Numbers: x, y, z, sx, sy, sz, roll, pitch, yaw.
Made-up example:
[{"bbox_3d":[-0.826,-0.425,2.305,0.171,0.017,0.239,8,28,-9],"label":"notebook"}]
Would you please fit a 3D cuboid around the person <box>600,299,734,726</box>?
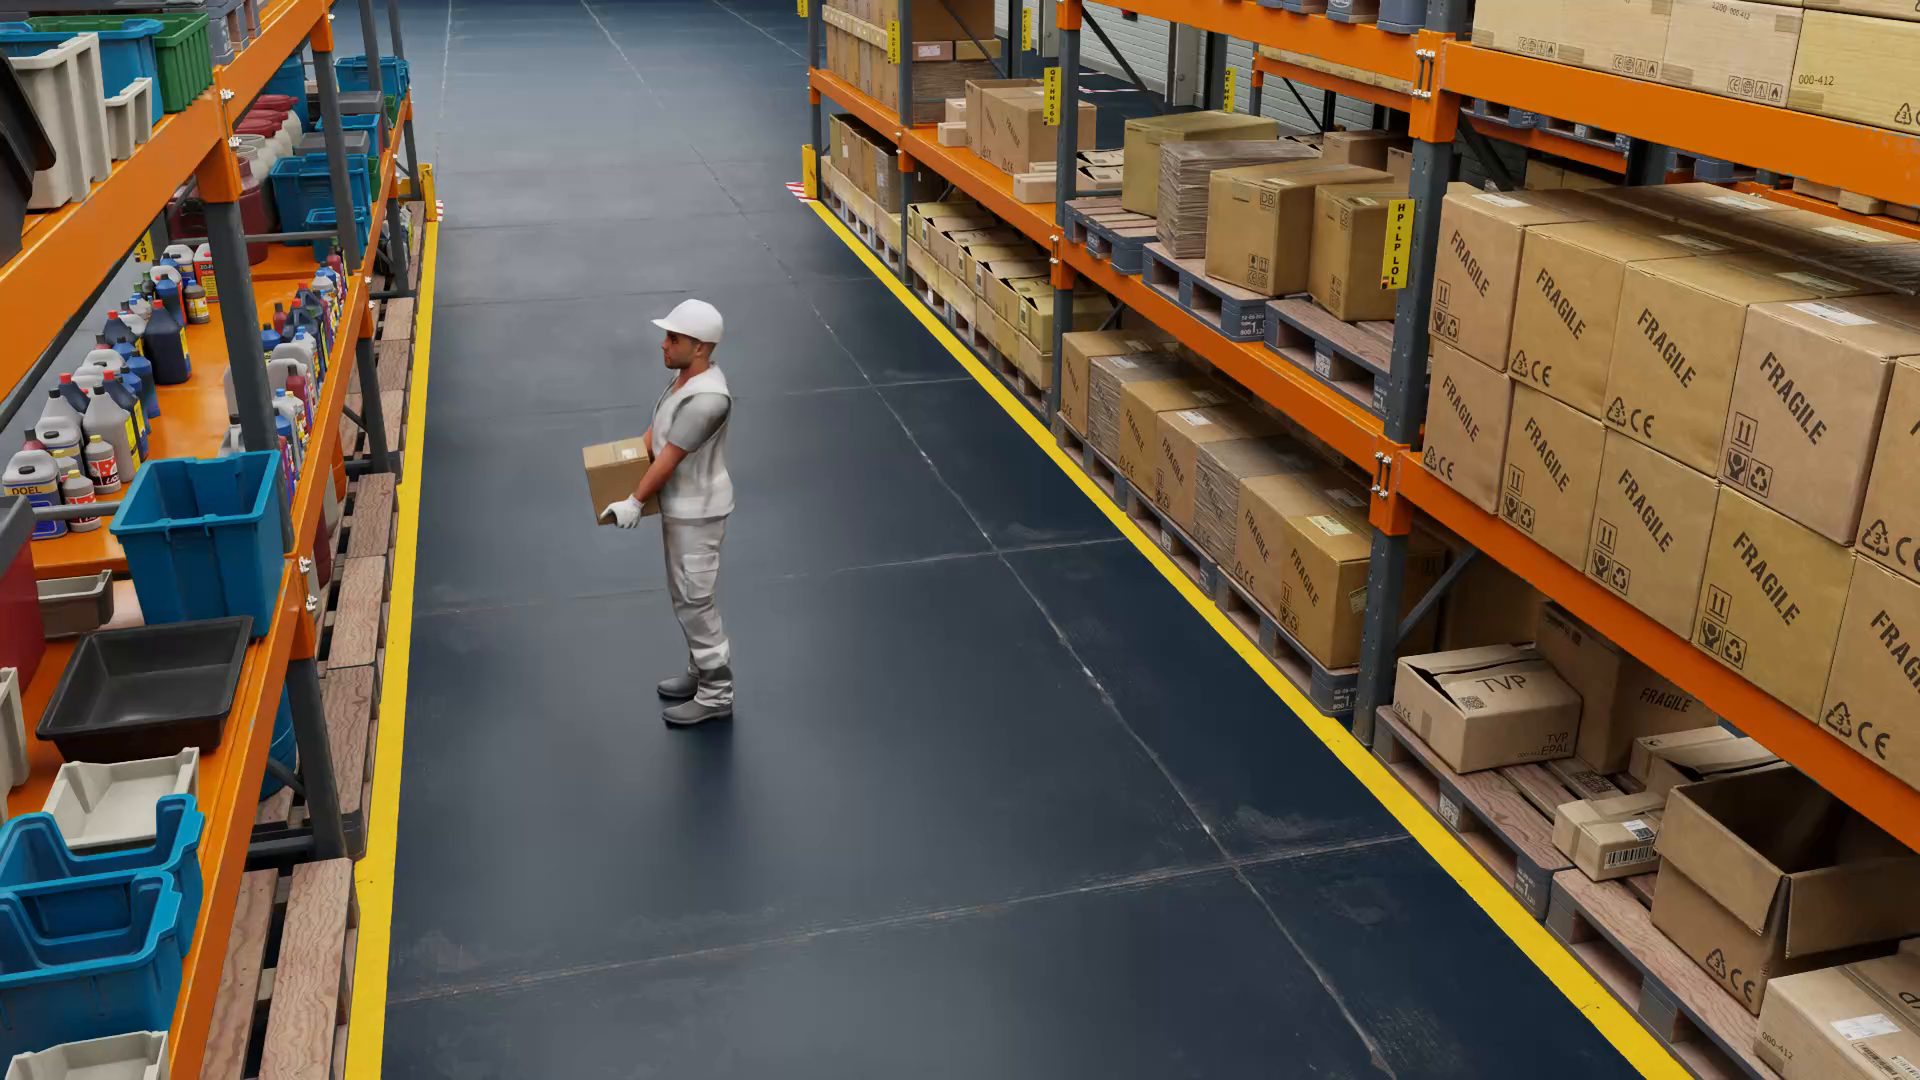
[{"bbox_3d":[-1.194,-0.101,6.810,0.556,1.784,0.494,-6,23,-13],"label":"person"}]
